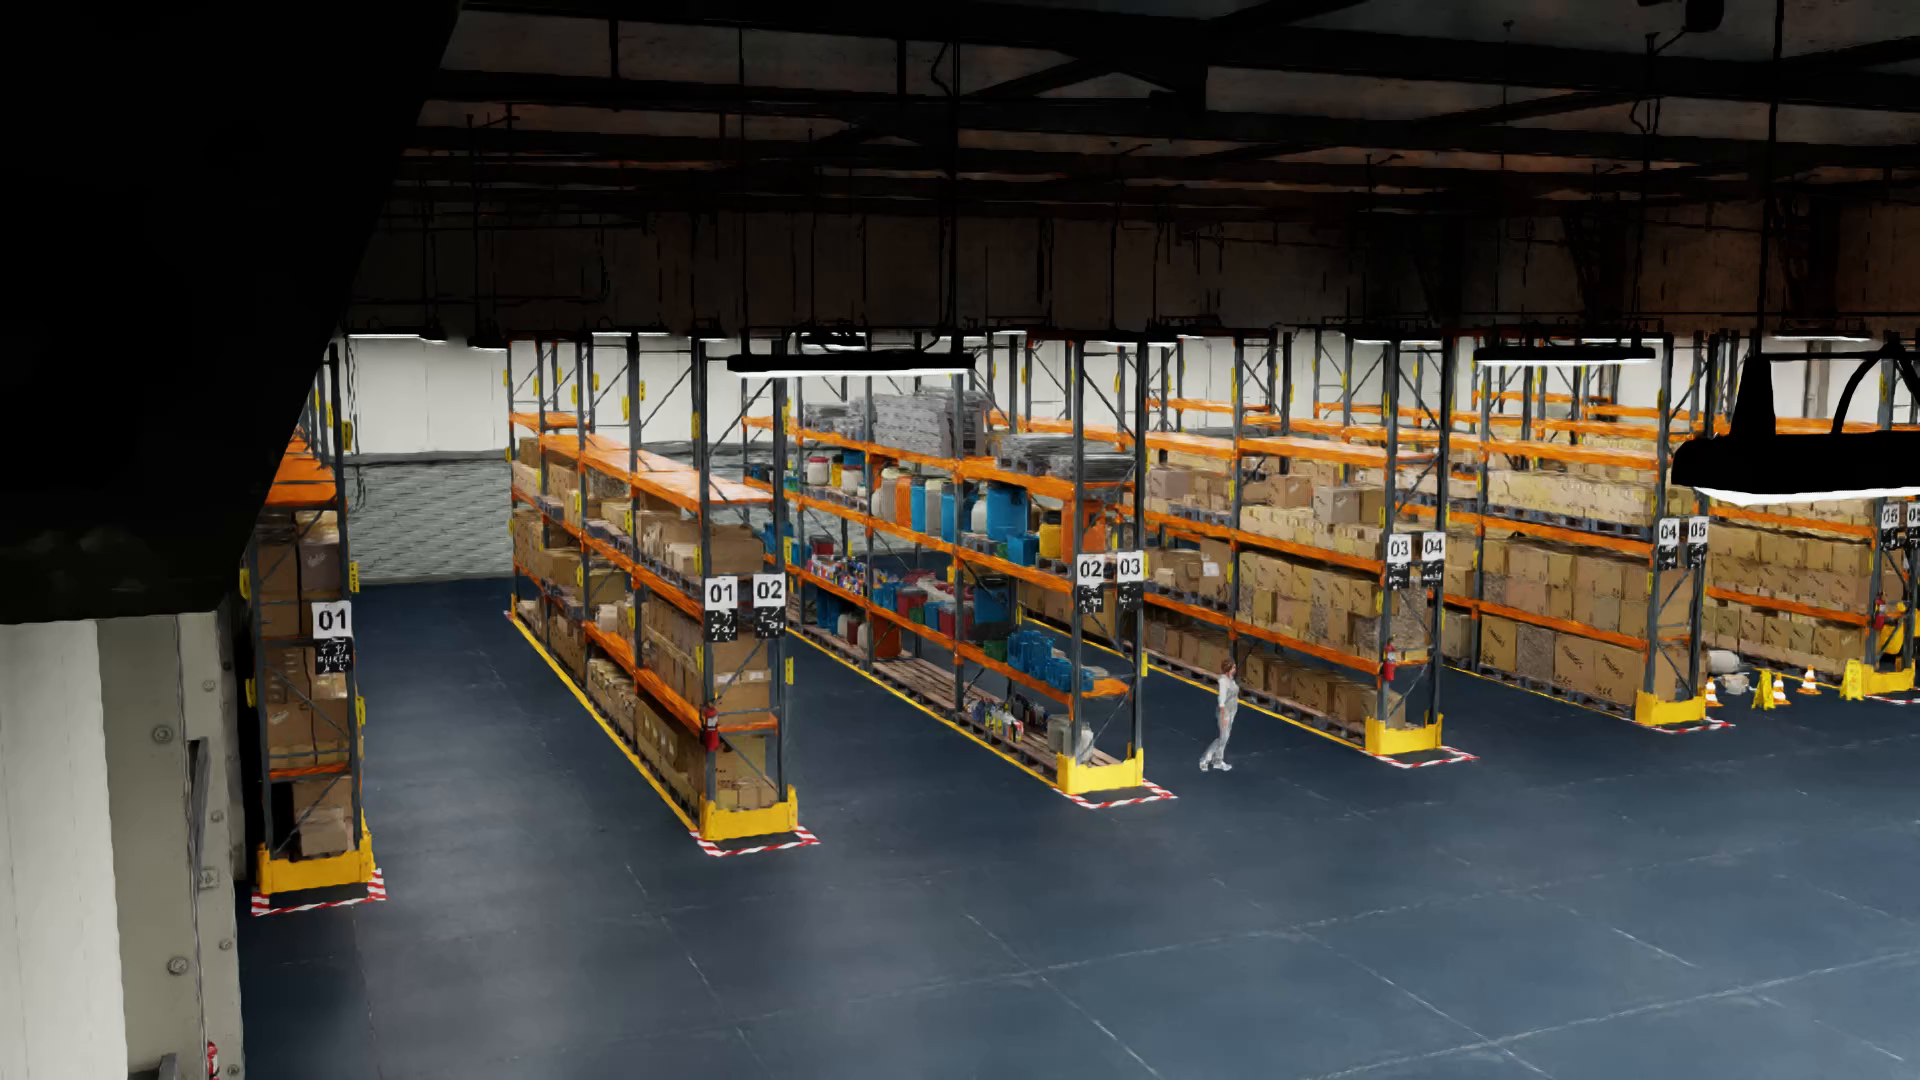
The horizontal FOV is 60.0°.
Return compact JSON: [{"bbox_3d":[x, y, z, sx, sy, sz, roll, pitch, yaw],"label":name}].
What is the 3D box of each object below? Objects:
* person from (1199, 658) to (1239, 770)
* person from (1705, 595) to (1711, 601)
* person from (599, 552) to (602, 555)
[{"bbox_3d":[3.579,2.446,23.001,0.469,1.549,0.587,3,8,23],"label":"person"},{"bbox_3d":[16.108,0.622,35.622,0.597,1.721,0.668,0,8,1],"label":"person"},{"bbox_3d":[-8.078,0.524,36.409,0.735,1.712,0.887,-6,10,-39],"label":"person"}]
